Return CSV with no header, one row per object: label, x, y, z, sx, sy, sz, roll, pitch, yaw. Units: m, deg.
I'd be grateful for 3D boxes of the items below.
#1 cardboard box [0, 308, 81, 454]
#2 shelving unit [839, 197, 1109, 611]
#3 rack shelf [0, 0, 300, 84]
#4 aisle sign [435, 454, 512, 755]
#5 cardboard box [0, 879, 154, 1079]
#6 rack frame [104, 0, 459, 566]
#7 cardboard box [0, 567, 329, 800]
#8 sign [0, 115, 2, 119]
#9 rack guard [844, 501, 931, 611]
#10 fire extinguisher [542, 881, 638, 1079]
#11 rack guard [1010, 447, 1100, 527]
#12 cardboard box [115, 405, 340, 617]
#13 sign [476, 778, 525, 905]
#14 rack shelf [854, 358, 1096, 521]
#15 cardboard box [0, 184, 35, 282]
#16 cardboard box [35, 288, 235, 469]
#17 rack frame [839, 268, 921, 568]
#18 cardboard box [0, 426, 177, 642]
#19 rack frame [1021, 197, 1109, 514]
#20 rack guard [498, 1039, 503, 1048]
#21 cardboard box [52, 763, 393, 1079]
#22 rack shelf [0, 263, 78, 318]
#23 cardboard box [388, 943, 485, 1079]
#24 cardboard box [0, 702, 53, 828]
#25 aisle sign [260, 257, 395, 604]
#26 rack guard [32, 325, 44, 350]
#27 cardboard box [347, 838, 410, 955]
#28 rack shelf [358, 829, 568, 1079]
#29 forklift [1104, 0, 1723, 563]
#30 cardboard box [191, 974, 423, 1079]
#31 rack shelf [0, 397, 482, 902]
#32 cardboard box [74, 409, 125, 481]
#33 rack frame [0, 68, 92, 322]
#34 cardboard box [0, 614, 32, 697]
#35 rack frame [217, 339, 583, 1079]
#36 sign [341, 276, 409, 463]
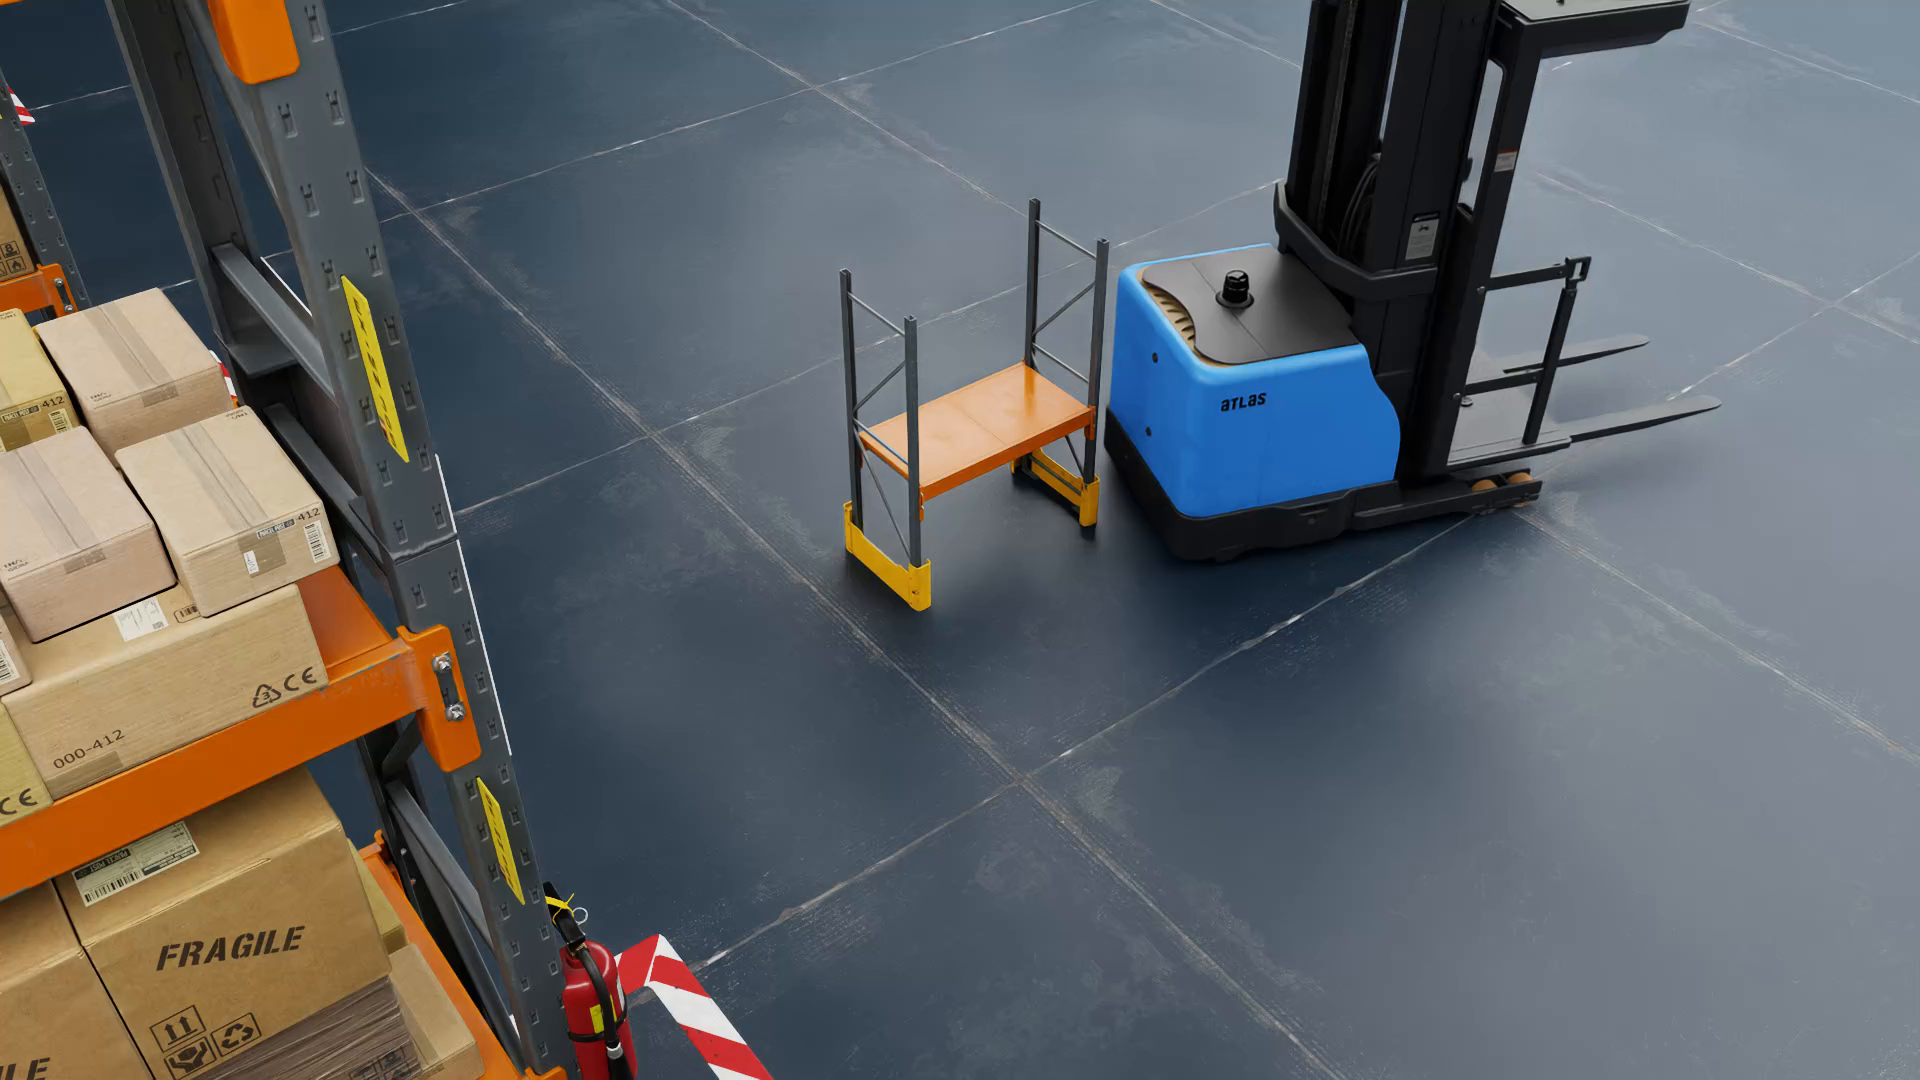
cardboard box,-1.930,-0.283,3.302,0.250,0.149,0.380,-25,45,-27
shelving unit,0.060,-0.609,7.444,1.083,1.500,0.587,-26,46,-28
rack shelf,-2.892,-0.335,1.767,4.000,0.370,1.077,-26,46,-28
aisle sign,-1.074,0.053,3.404,0.004,0.787,0.394,-26,46,-28
cardboard box,-1.985,0.924,3.290,0.500,0.500,0.500,-26,46,-28
rack frame,-1.306,-1.388,2.480,0.127,3.000,1.000,-26,46,-28
cardboard box,-1.534,0.144,3.096,0.500,0.250,0.500,-25,45,-27
sign,-3.929,-1.863,6.689,0.005,0.325,0.100,-26,46,-28
rack guard,-0.334,0.066,7.606,0.087,0.250,0.587,-26,46,-28
fire extinguisher,-0.934,1.149,4.179,0.183,0.674,0.296,-26,46,-28
rack guard,0.455,-0.319,8.075,0.087,0.250,0.587,-26,46,-28
cardboard box,-1.336,-0.060,3.030,0.250,0.149,0.380,-26,46,-28
sign,-0.984,0.649,3.566,0.005,0.325,0.100,-26,46,-28
rack shelf,0.068,-0.474,7.562,1.000,0.185,0.538,-26,46,-28
cardboard box,-4.515,-1.494,7.221,0.550,0.550,0.875,-26,46,-28
cardboard box,-1.665,-0.334,3.365,0.250,0.149,0.380,-26,46,-28
rack frame,-0.335,-0.416,7.209,0.032,1.500,0.500,-26,46,-28
cardboard box,-1.614,-0.018,2.980,0.250,0.149,0.380,-28,47,-29
rack frame,0.471,-0.809,7.687,0.032,1.500,0.500,-26,46,-28
rack guard,-1.366,1.927,5.140,0.348,0.500,1.175,-26,46,-28
cardboard box,-1.592,0.728,3.529,0.500,0.500,0.500,-26,46,-28
rack shelf,-5.834,-0.551,6.757,4.000,0.370,1.077,-26,46,-28
cardboard box,-1.406,1.243,4.202,0.250,0.149,0.380,-26,46,-28
cardboard box,-1.928,0.338,2.859,0.500,0.250,0.500,-26,46,-28
aisle sign,-1.440,-0.248,3.771,0.004,0.787,0.394,-26,46,-28
rack guard,-4.229,-0.645,8.275,0.348,0.500,1.175,-26,46,-28
cardboard box,-1.677,1.019,4.474,0.250,0.149,0.380,-26,46,-28
rack shelf,-2.892,1.983,3.669,4.000,0.370,1.077,-26,46,-28
forklift,2.298,-1.566,7.482,3.031,2.935,1.130,-11,41,-13
cardboard box,-1.759,0.977,4.014,0.500,0.500,0.875,-26,46,-28
rack shelf,-2.892,0.823,2.717,4.000,0.370,1.077,-26,46,-28
cardboard box,-1.846,-0.114,3.411,0.500,0.250,0.500,-25,45,-27
rack frame,-4.248,-1.602,7.471,0.127,3.000,1.000,-26,46,-28
cardboard box,-1.764,0.142,2.784,0.250,0.149,0.380,-28,47,-30
rack frame,-1.306,0.932,4.383,0.127,3.000,1.000,-26,46,-28
sign,-0.984,-0.284,2.801,0.005,0.325,0.100,-26,46,-28
